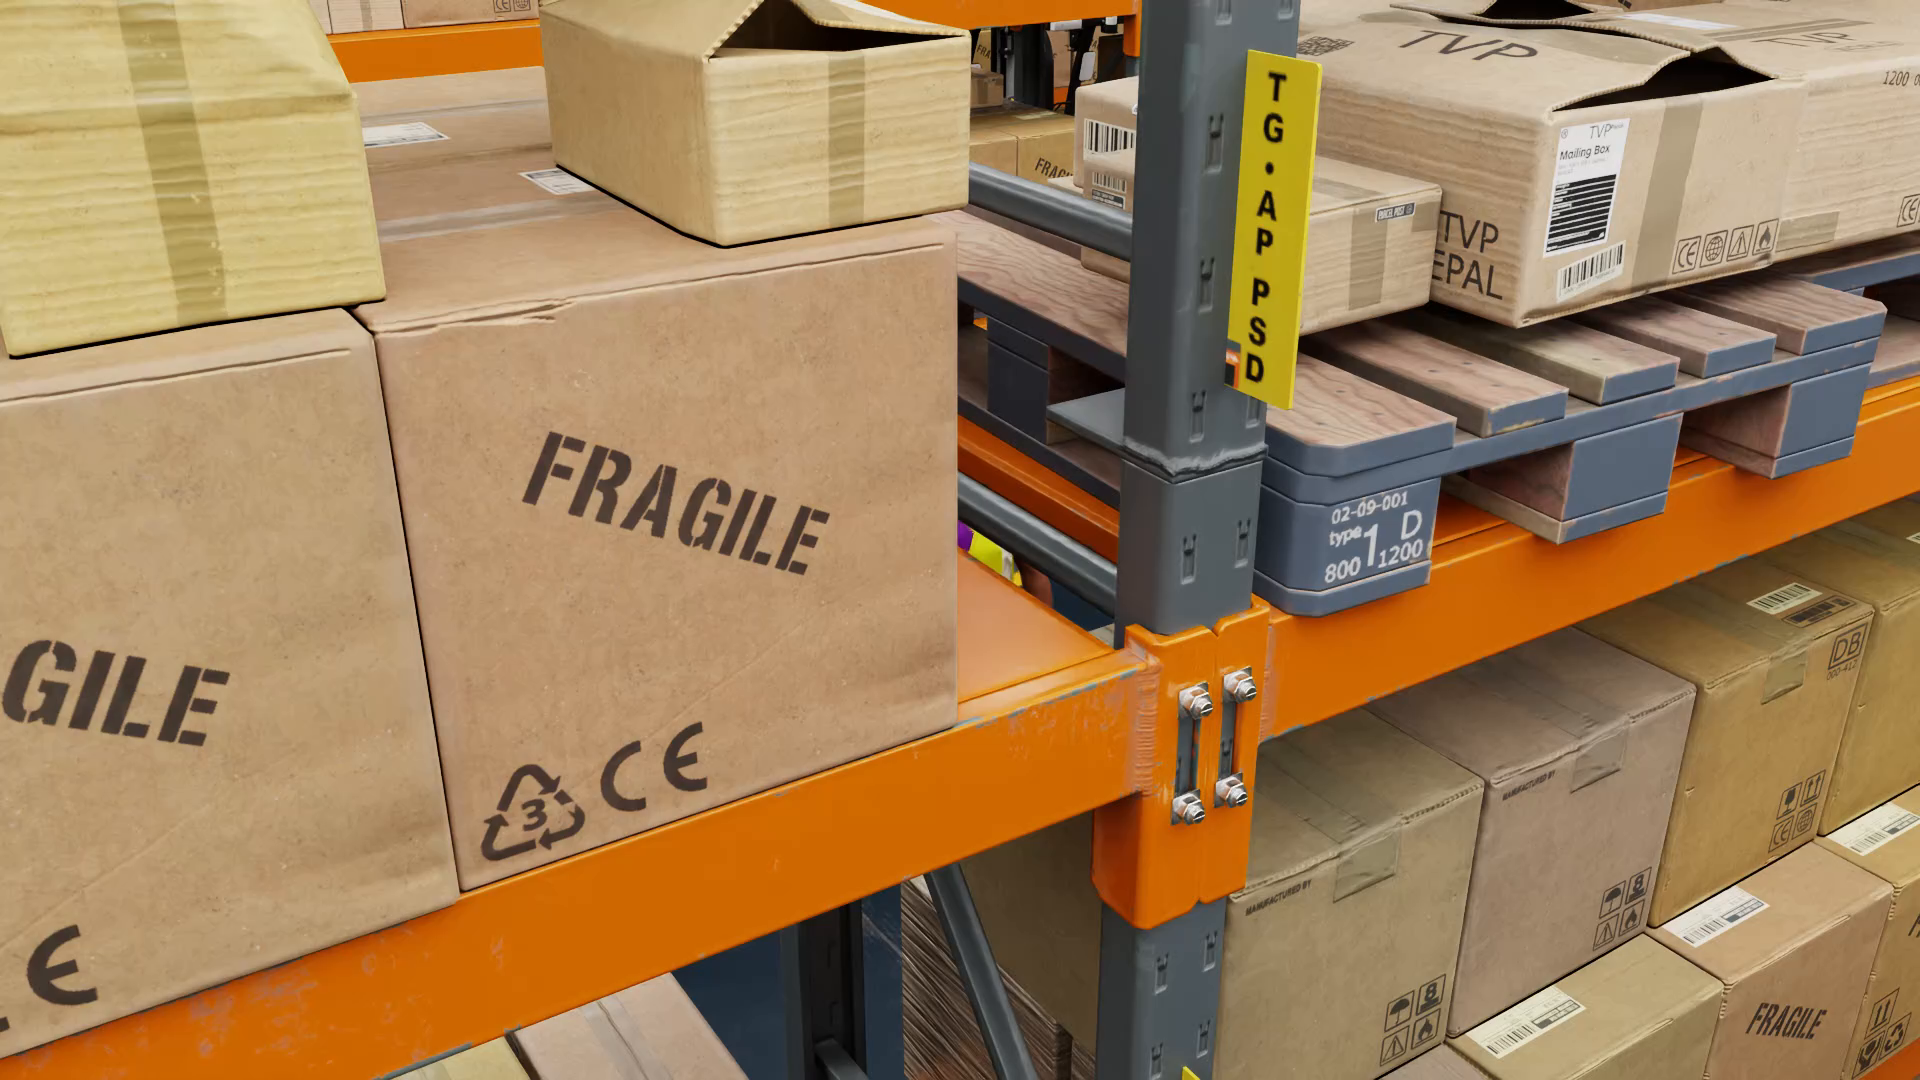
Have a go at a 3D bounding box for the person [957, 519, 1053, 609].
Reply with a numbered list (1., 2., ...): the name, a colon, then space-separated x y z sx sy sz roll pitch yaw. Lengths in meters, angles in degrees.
1. person: 0.022 0.400 5.742 0.665 1.757 0.602 -8 26 -16
